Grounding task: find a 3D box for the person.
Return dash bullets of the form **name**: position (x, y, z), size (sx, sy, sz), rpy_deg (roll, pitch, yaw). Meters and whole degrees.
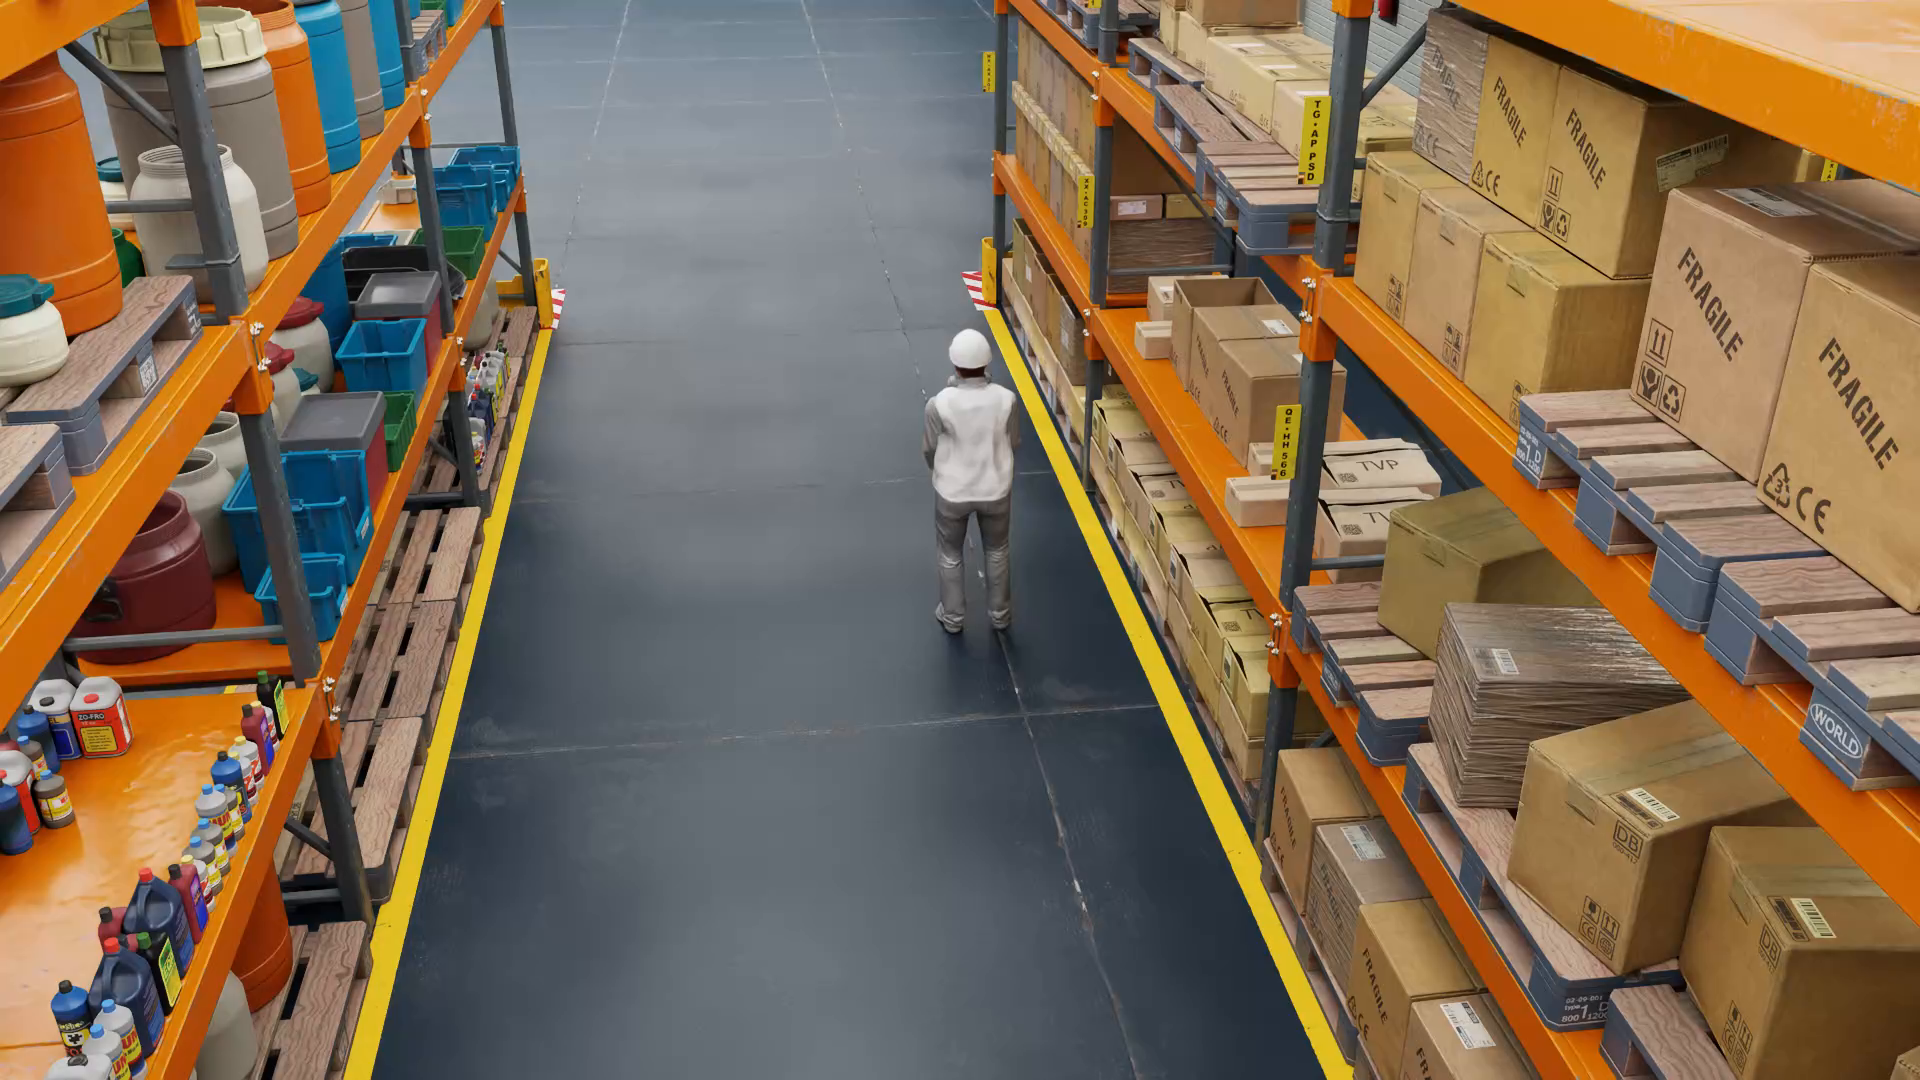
- **person**: position (0.060, -0.318, 9.205), size (0.546, 1.779, 0.470), rpy_deg (-4, 27, -8)
